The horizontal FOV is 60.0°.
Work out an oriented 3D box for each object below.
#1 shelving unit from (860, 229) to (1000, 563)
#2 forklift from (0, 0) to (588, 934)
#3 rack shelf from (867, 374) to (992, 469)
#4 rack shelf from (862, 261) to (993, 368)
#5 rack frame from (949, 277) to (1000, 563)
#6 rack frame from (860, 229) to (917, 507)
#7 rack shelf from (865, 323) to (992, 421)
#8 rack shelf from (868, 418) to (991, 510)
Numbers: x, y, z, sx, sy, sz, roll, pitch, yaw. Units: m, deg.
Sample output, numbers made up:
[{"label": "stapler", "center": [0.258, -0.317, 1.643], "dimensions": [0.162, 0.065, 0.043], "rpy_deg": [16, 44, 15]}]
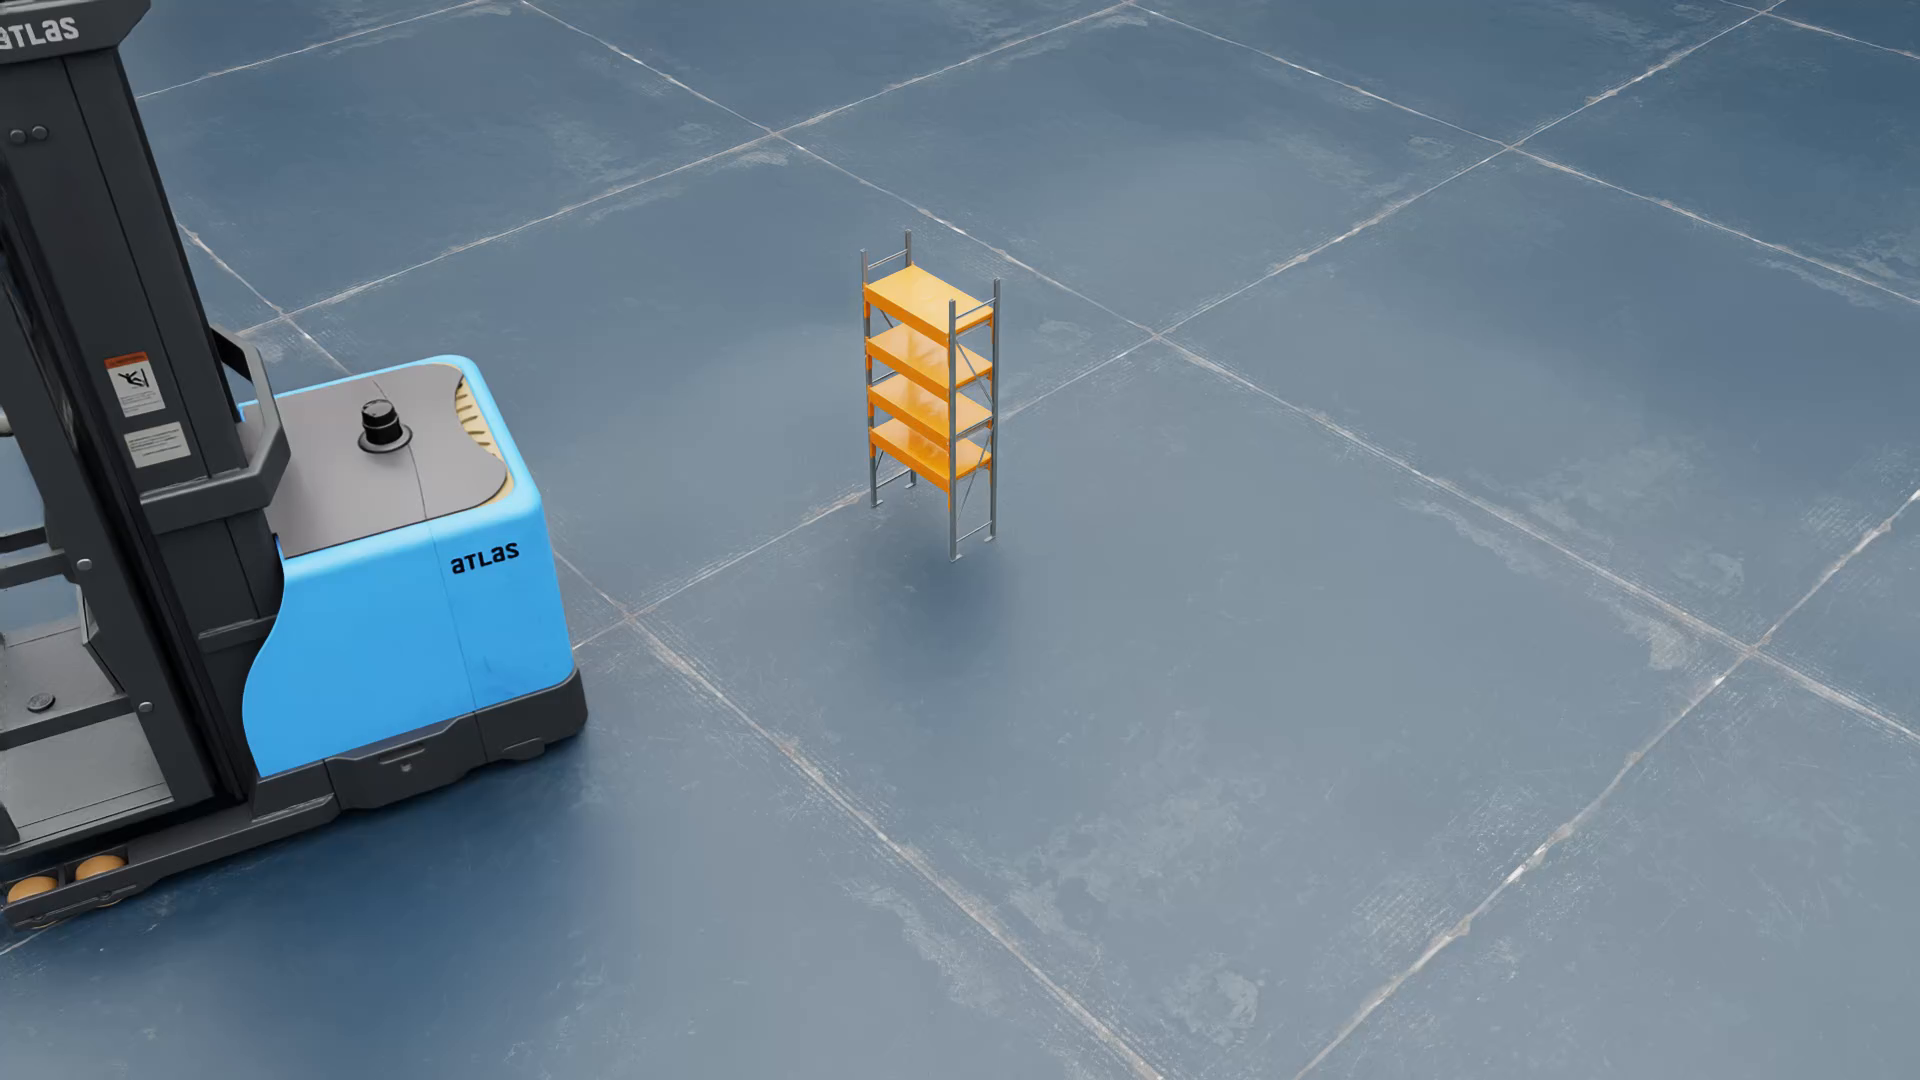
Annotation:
[{"label": "shelving unit", "center": [-0.112, -0.543, 6.468], "dimensions": [0.258, 1.200, 0.503], "rpy_deg": [-30, 48, -32]}, {"label": "forklift", "center": [-2.866, -0.299, 4.787], "dimensions": [3.031, 2.935, 1.130], "rpy_deg": [-17, 42, -20]}, {"label": "rack shelf", "center": [-0.112, -0.491, 6.510], "dimensions": [0.258, 0.148, 0.480], "rpy_deg": [-30, 48, -32]}, {"label": "rack shelf", "center": [-0.112, -0.849, 6.221], "dimensions": [0.258, 0.148, 0.480], "rpy_deg": [-30, 48, -32]}, {"label": "rack frame", "center": [0.053, -0.430, 6.328], "dimensions": [0.240, 1.200, 0.015], "rpy_deg": [-30, 48, -32]}, {"label": "rack frame", "center": [-0.277, -0.656, 6.608], "dimensions": [0.240, 1.200, 0.015], "rpy_deg": [-30, 48, -32]}, {"label": "rack shelf", "center": [-0.112, -0.665, 6.370], "dimensions": [0.258, 0.148, 0.480], "rpy_deg": [-30, 48, -32]}, {"label": "rack shelf", "center": [-0.112, -0.337, 6.635], "dimensions": [0.258, 0.148, 0.480], "rpy_deg": [-30, 48, -32]}]
